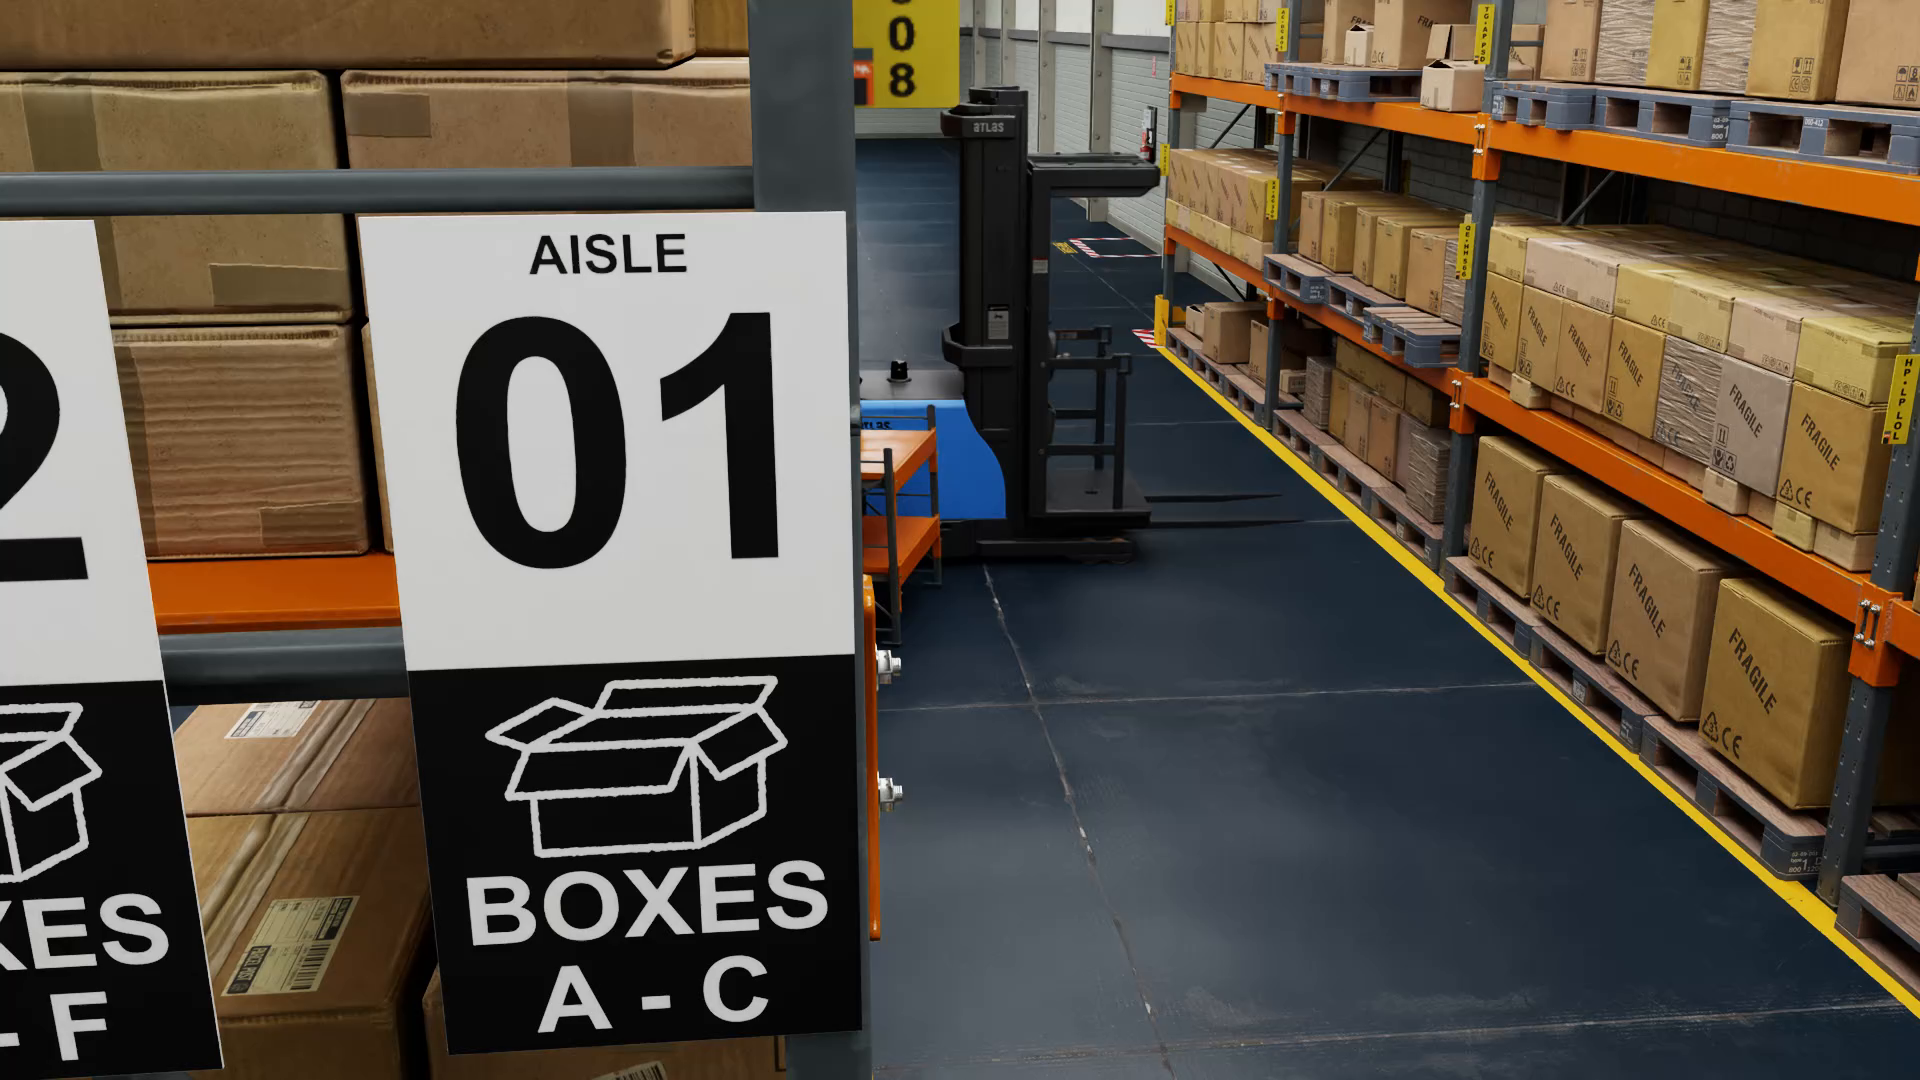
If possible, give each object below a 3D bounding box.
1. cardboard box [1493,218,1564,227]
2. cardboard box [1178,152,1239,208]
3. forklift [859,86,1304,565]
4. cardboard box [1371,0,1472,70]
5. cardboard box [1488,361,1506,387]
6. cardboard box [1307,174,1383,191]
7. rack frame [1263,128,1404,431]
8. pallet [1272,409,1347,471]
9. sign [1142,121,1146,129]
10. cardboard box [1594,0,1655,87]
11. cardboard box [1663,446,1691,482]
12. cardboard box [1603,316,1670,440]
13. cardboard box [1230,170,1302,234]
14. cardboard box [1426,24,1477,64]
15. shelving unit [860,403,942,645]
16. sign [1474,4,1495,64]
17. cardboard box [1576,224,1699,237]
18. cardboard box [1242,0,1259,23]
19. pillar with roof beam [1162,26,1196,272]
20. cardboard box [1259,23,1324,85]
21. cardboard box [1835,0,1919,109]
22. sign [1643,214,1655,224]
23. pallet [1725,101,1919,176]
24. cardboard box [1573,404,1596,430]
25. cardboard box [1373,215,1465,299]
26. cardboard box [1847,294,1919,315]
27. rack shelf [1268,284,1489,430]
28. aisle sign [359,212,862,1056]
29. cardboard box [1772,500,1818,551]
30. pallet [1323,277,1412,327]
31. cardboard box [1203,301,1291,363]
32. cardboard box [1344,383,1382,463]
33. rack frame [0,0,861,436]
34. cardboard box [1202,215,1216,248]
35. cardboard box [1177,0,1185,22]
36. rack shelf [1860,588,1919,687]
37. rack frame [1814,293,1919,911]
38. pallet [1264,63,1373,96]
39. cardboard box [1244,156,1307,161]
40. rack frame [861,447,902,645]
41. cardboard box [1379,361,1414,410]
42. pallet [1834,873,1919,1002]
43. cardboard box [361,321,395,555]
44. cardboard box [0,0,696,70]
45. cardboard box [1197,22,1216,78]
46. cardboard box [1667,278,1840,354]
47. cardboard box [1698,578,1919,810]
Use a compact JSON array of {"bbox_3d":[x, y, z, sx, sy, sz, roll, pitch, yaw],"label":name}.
[{"bbox_3d":[3.446,-1.869,10.139,0.380,0.149,0.250,-4,18,-13],"label":"cardboard box"},{"bbox_3d":[2.478,-3.581,16.539,0.500,0.500,0.500,-2,18,-5],"label":"cardboard box"},{"bbox_3d":[0.721,-1.398,10.736,3.031,2.935,1.130,-1,17,-2],"label":"forklift"},{"bbox_3d":[3.203,-3.539,11.565,0.500,0.500,0.500,-2,18,-8],"label":"cardboard box"},{"bbox_3d":[3.315,-0.985,9.692,0.380,0.149,0.250,-2,18,-6],"label":"cardboard box"},{"bbox_3d":[3.258,-2.834,14.163,0.500,0.500,0.500,-2,18,-7],"label":"cardboard box"},{"bbox_3d":[3.099,-2.392,13.789,1.000,3.000,0.127,-2,18,-6],"label":"rack frame"},{"bbox_3d":[3.181,-0.830,13.468,1.003,0.211,1.213,-2,18,-6],"label":"pallet"},{"bbox_3d":[2.820,-6.363,25.494,0.001,0.109,0.331,-2,18,-6],"label":"sign"},{"bbox_3d":[3.725,-2.590,8.511,0.700,0.500,0.500,-3,18,-9],"label":"cardboard box"},{"bbox_3d":[3.520,-0.370,7.735,0.380,0.149,0.250,-2,18,-7],"label":"cardboard box"},{"bbox_3d":[3.463,-0.788,7.982,0.500,0.500,0.500,-1,17,-4],"label":"cardboard box"},{"bbox_3d":[2.685,-2.968,14.587,0.500,0.500,0.500,-2,18,-6],"label":"cardboard box"},{"bbox_3d":[3.470,-3.079,10.765,0.797,0.503,0.637,1,17,2],"label":"cardboard box"},{"bbox_3d":[-0.485,-0.119,9.629,0.538,1.125,1.048,2,18,12],"label":"shelving unit"},{"bbox_3d":[2.971,-2.862,9.415,0.100,0.325,0.005,-2,18,-6],"label":"sign"},{"bbox_3d":[3.816,-1.630,9.413,0.500,0.250,0.500,-1,17,-4],"label":"cardboard box"},{"bbox_3d":[2.710,-4.662,14.143,0.500,0.500,0.500,-1,17,-3],"label":"cardboard box"},{"bbox_3d":[-1.282,-7.919,21.378,9.100,9.000,0.400,-2,18,-6],"label":"pillar with roof beam"},{"bbox_3d":[2.801,-4.024,13.779,0.500,0.500,0.500,-1,17,-4],"label":"cardboard box"},{"bbox_3d":[3.942,-1.963,6.513,0.700,0.500,0.500,-3,18,-9],"label":"cardboard box"},{"bbox_3d":[4.063,-1.771,9.877,0.100,0.325,0.005,-2,18,-6],"label":"sign"},{"bbox_3d":[3.780,-1.620,6.642,0.805,0.209,1.217,-2,18,-8],"label":"pallet"},{"bbox_3d":[3.460,-0.680,8.720,0.380,0.149,0.250,-1,17,-4],"label":"cardboard box"},{"bbox_3d":[3.302,-1.968,11.537,0.700,0.500,0.500,-2,18,-6],"label":"cardboard box"},{"bbox_3d":[4.075,-0.866,6.980,0.500,0.250,0.500,-2,17,-5],"label":"cardboard box"},{"bbox_3d":[3.305,-1.453,11.999,1.077,0.370,4.000,-2,18,-6],"label":"rack shelf"},{"bbox_3d":[-0.291,0.108,1.485,0.394,0.787,0.004,-2,18,-6],"label":"aisle sign"},{"bbox_3d":[3.558,-0.065,6.762,0.380,0.149,0.250,-1,17,-5],"label":"cardboard box"},{"bbox_3d":[3.266,-1.697,11.896,1.003,0.211,1.213,-2,18,-6],"label":"pallet"},{"bbox_3d":[2.753,-2.002,15.986,0.700,0.500,0.500,-3,18,-9],"label":"cardboard box"},{"bbox_3d":[3.307,-0.885,12.427,0.700,0.500,0.500,-2,17,-5],"label":"cardboard box"},{"bbox_3d":[-0.590,-1.525,1.011,1.000,3.000,0.127,-2,18,-6],"label":"rack frame"},{"bbox_3d":[2.585,-2.910,15.655,0.500,0.250,0.500,-2,18,-5],"label":"cardboard box"},{"bbox_3d":[2.485,-5.427,16.578,0.500,0.500,0.500,-3,18,-10],"label":"cardboard box"},{"bbox_3d":[4.130,0.930,4.407,1.077,0.370,4.000,-2,18,-6],"label":"rack shelf"},{"bbox_3d":[3.924,-0.009,6.197,1.000,3.000,0.127,-2,18,-6],"label":"rack frame"},{"bbox_3d":[3.057,-3.546,12.771,1.213,0.211,1.003,-2,18,-6],"label":"pallet"},{"bbox_3d":[3.046,-3.442,16.097,0.500,0.500,0.500,-2,18,-7],"label":"cardboard box"},{"bbox_3d":[-0.593,0.035,9.156,0.500,1.125,0.032,2,18,12],"label":"rack frame"},{"bbox_3d":[3.331,-1.113,11.902,0.500,0.250,0.500,-2,18,-6],"label":"cardboard box"},{"bbox_3d":[3.925,1.551,5.885,1.003,0.211,1.213,-2,18,-6],"label":"pallet"},{"bbox_3d":[-0.390,-0.183,1.996,0.500,0.250,0.500,-2,18,-6],"label":"cardboard box"},{"bbox_3d":[-0.660,-0.771,1.782,0.700,0.500,0.500,-2,18,-6],"label":"cardboard box"},{"bbox_3d":[2.550,-4.649,15.770,0.500,0.500,0.500,-1,17,-3],"label":"cardboard box"},{"bbox_3d":[3.526,-1.002,7.410,0.500,0.250,0.500,-1,17,-5],"label":"cardboard box"},{"bbox_3d":[3.728,0.627,7.060,0.750,0.750,0.750,-2,17,-5],"label":"cardboard box"}]
